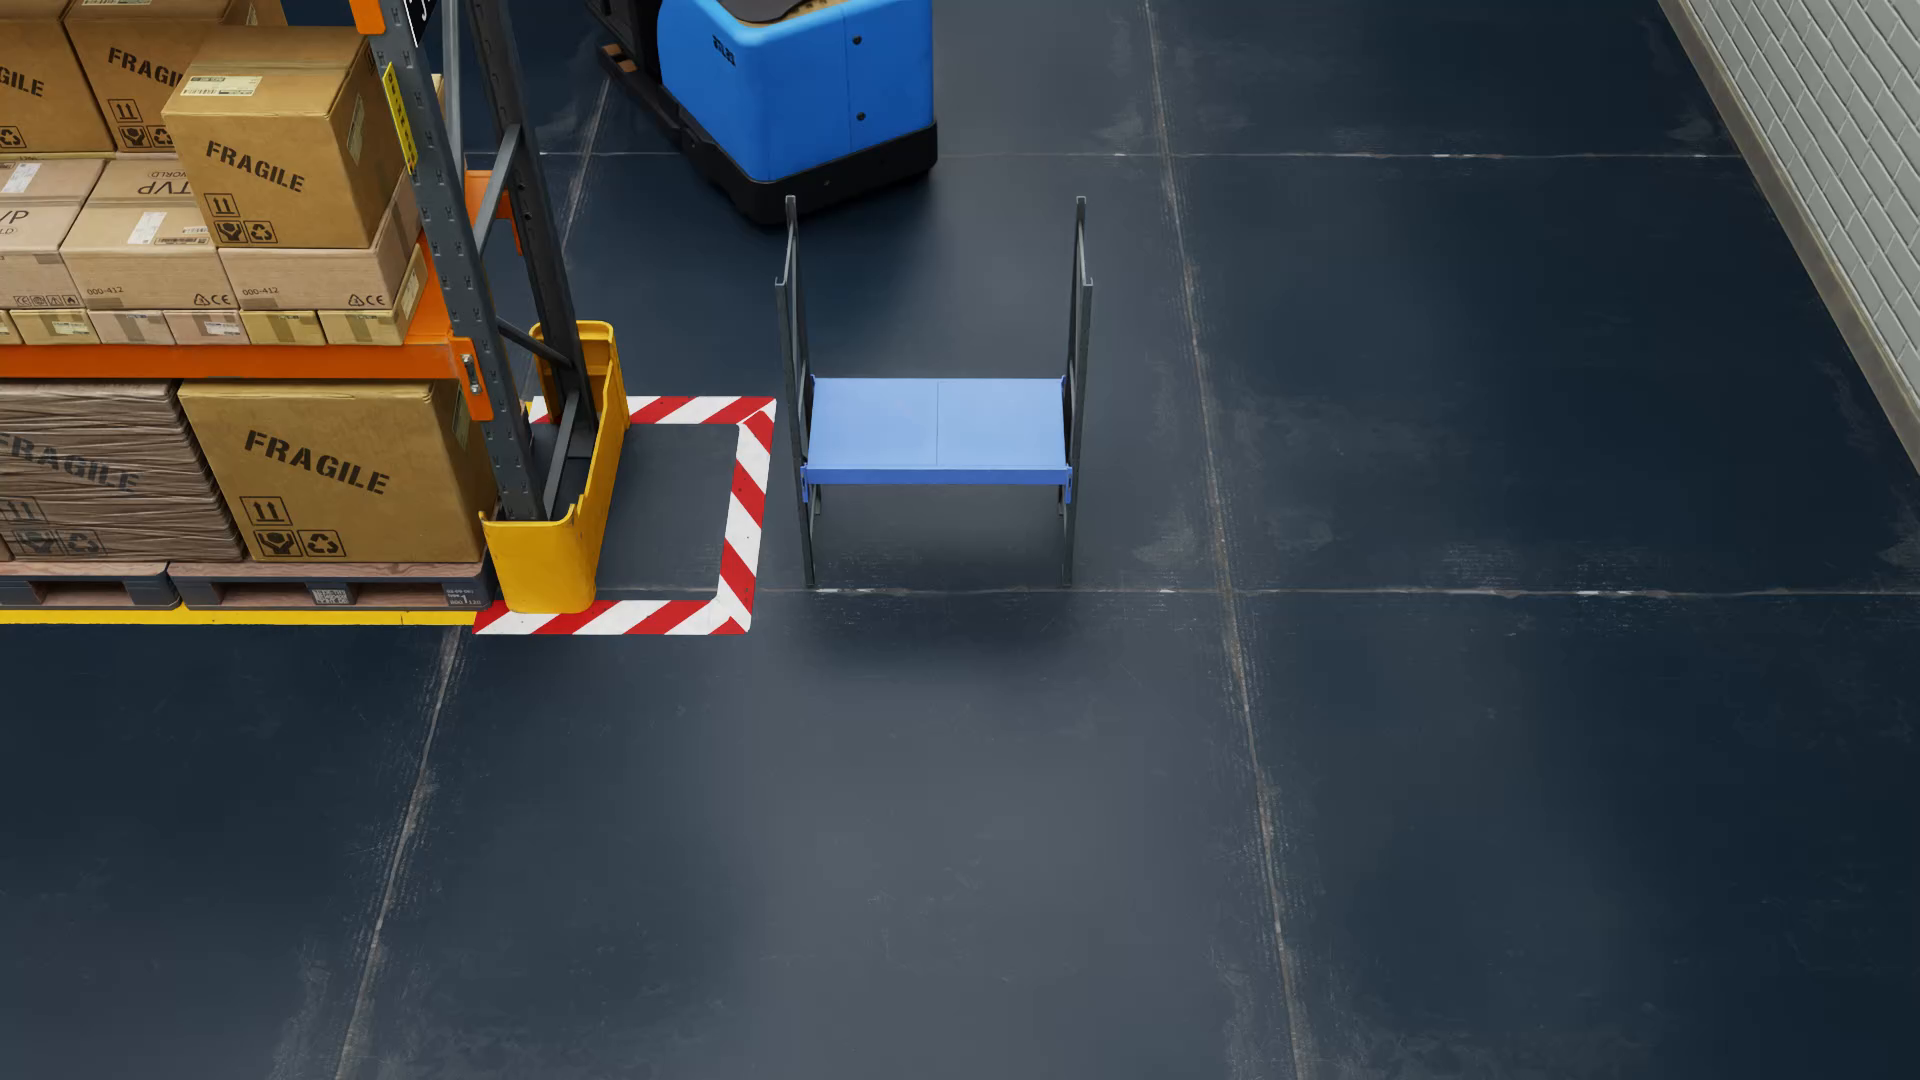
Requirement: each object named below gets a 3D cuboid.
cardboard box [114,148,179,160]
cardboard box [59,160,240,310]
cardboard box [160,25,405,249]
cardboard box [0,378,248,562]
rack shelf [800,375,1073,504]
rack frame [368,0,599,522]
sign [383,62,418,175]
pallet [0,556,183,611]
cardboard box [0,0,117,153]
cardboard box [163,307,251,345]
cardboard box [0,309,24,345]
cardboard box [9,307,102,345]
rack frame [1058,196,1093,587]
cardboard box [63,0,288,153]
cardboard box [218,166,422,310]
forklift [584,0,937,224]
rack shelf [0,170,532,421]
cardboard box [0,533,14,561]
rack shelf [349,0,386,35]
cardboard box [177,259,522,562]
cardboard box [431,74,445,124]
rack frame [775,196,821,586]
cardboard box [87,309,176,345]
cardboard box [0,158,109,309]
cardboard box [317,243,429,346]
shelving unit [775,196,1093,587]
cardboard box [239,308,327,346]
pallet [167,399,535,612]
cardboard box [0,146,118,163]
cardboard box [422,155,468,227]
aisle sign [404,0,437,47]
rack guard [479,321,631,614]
[{"bbox_3d":[-2.631,-1.410,5.912,0.500,0.250,0.500,0,47,0],"label":"cardboard box"},{"bbox_3d":[-2.625,-1.023,5.552,0.500,0.250,0.500,-1,47,-1],"label":"cardboard box"},{"bbox_3d":[-2.120,-1.279,5.278,0.500,0.500,0.500,1,47,1],"label":"cardboard box"},{"bbox_3d":[-3.182,-0.529,6.358,0.875,0.875,0.875,0,47,0],"label":"cardboard box"},{"bbox_3d":[-0.085,-0.389,6.333,1.000,0.185,0.538,0,47,0],"label":"rack shelf"},{"bbox_3d":[-1.632,-1.164,5.784,0.127,3.000,1.000,0,47,0],"label":"rack frame"},{"bbox_3d":[-1.648,-1.242,4.904,0.005,0.325,0.100,0,47,0],"label":"sign"},{"bbox_3d":[-3.649,-0.164,6.759,1.213,0.211,1.003,0,47,0],"label":"pallet"},{"bbox_3d":[-3.129,-1.667,5.639,0.500,0.500,0.500,-1,47,-1],"label":"cardboard box"},{"bbox_3d":[-2.502,-0.839,5.654,0.250,0.149,0.380,0,47,0],"label":"cardboard box"},{"bbox_3d":[-3.270,-0.840,5.655,0.250,0.149,0.380,0,47,0],"label":"cardboard box"},{"bbox_3d":[-3.011,-0.840,5.654,0.250,0.149,0.380,-1,47,-1],"label":"cardboard box"},{"bbox_3d":[0.423,-0.510,6.200,0.032,1.500,0.500,0,47,0],"label":"rack frame"},{"bbox_3d":[-2.611,-1.670,5.642,0.500,0.500,0.500,-1,47,-1],"label":"cardboard box"},{"bbox_3d":[-2.118,-1.021,5.551,0.500,0.250,0.500,-1,47,0],"label":"cardboard box"},{"bbox_3d":[-1.327,-3.594,8.093,1.130,2.935,3.031,-25,52,-21],"label":"forklift"},{"bbox_3d":[-3.632,-0.924,6.053,4.000,0.370,1.077,0,47,0],"label":"rack shelf"},{"bbox_3d":[-4.072,-0.531,6.360,0.875,0.875,0.875,0,47,0],"label":"cardboard box"},{"bbox_3d":[-3.632,-1.946,4.955,4.000,0.370,1.077,0,47,0],"label":"rack shelf"},{"bbox_3d":[-2.272,-0.526,6.355,0.875,0.875,0.875,0,47,0],"label":"cardboard box"},{"bbox_3d":[-2.111,-1.413,5.915,0.500,0.250,0.500,-1,47,-1],"label":"cardboard box"},{"bbox_3d":[-0.594,-0.513,6.203,0.032,1.500,0.500,0,47,0],"label":"rack frame"},{"bbox_3d":[-2.751,-0.841,5.655,0.250,0.149,0.380,1,47,1],"label":"cardboard box"},{"bbox_3d":[-3.134,-1.024,5.553,0.500,0.250,0.500,-1,47,-1],"label":"cardboard box"},{"bbox_3d":[-1.989,-0.838,5.653,0.250,0.149,0.380,1,47,1],"label":"cardboard box"},{"bbox_3d":[-0.085,-0.511,6.201,1.048,1.500,0.538,0,47,0],"label":"shelving unit"},{"bbox_3d":[-2.249,-0.838,5.652,0.250,0.149,0.380,1,47,1],"label":"cardboard box"},{"bbox_3d":[-2.432,-0.159,6.754,1.213,0.211,1.003,0,47,0],"label":"pallet"},{"bbox_3d":[-3.133,-1.414,5.916,0.500,0.250,0.500,-1,47,-1],"label":"cardboard box"},{"bbox_3d":[-1.986,-1.321,6.102,0.250,0.149,0.380,1,47,1],"label":"cardboard box"},{"bbox_3d":[-1.561,-1.830,4.628,0.004,0.787,0.394,0,47,0],"label":"aisle sign"},{"bbox_3d":[-1.608,-0.312,6.699,0.348,0.500,1.175,0,47,0],"label":"rack guard"}]
